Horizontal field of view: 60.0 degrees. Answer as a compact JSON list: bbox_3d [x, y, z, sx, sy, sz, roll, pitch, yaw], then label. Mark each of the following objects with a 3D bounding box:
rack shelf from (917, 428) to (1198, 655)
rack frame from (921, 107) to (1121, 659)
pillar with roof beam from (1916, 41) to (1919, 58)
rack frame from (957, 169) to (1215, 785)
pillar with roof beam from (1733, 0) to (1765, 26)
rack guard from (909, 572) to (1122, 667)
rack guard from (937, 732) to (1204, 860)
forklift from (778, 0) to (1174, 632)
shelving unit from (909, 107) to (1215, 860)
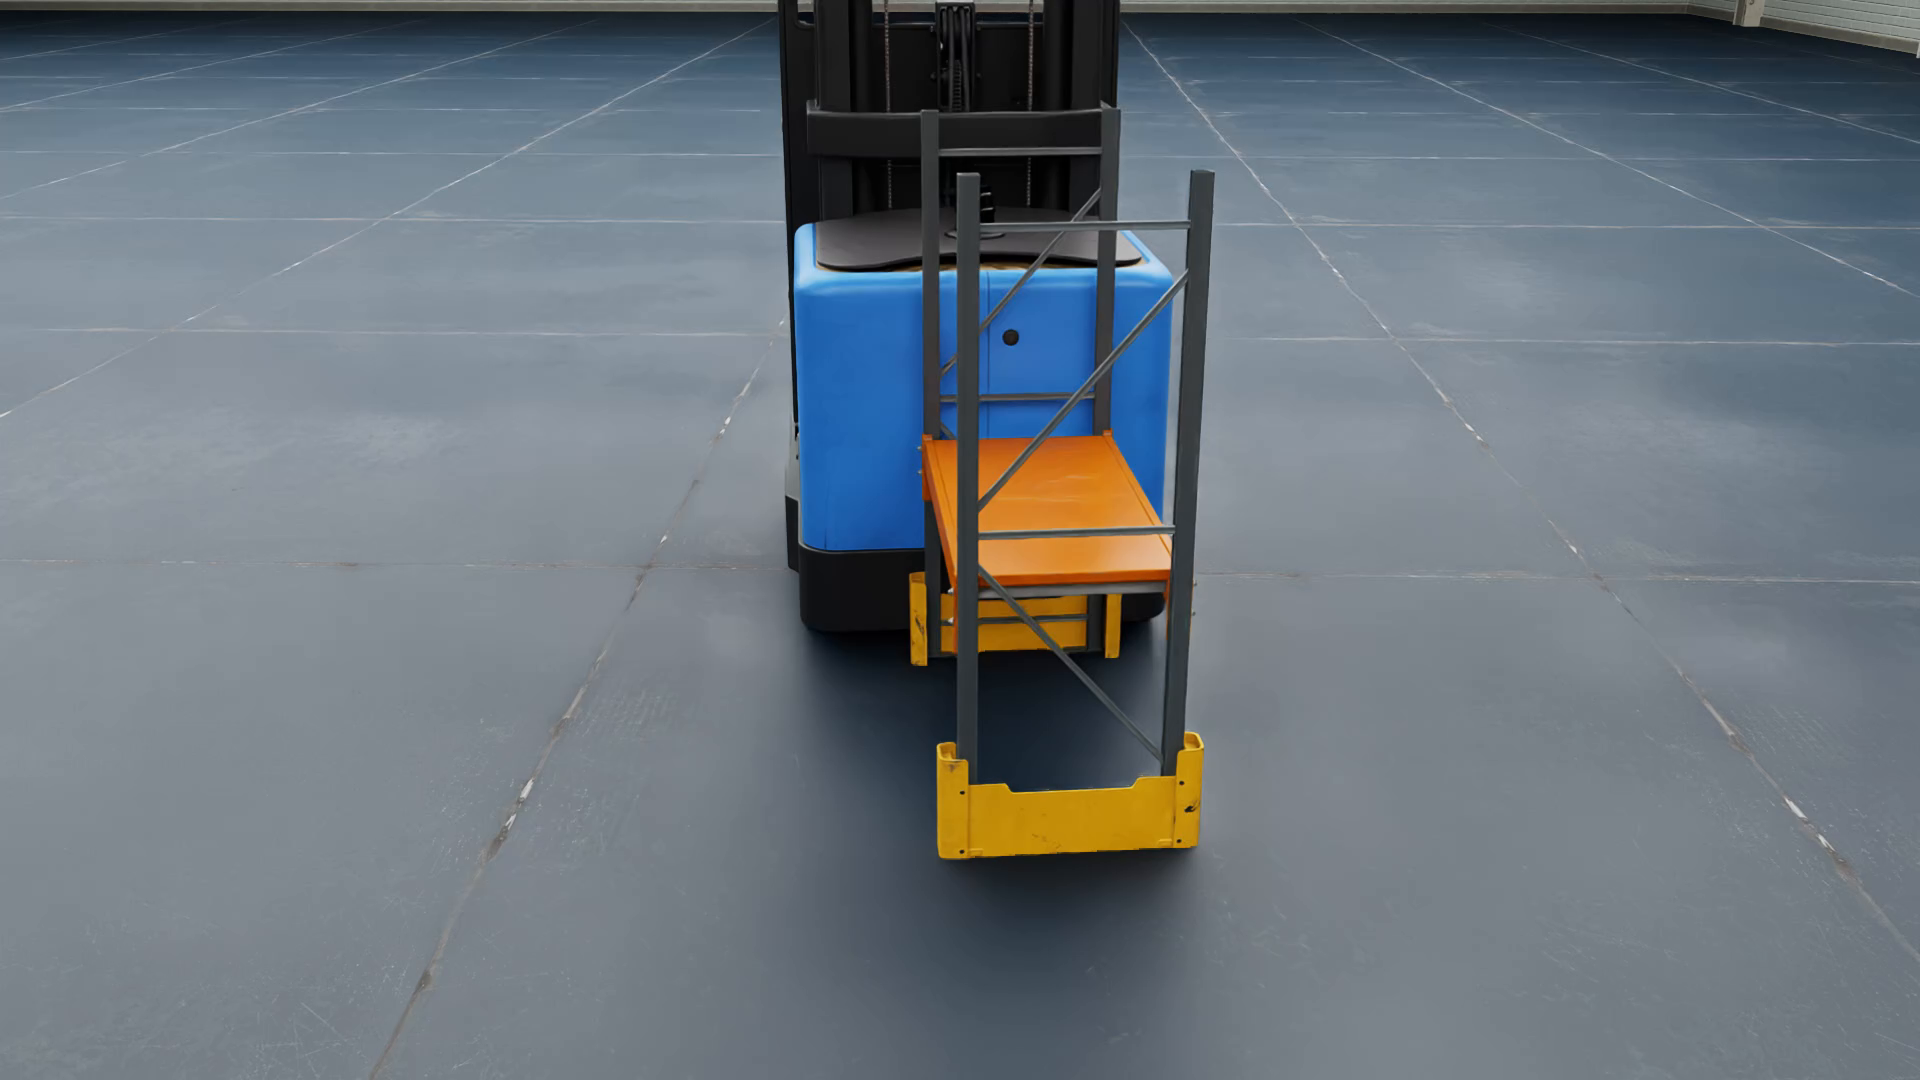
[{"bbox_3d":[0.198,-0.027,4.023,0.538,0.185,1.000,-2,21,-5],"label":"rack shelf"},{"bbox_3d":[0.153,-0.378,4.430,0.500,1.500,0.032,-2,21,-5],"label":"rack frame"},{"bbox_3d":[8.430,-10.518,20.197,9.100,9.000,0.400,1,21,2],"label":"pillar with roof beam"},{"bbox_3d":[0.244,-0.012,3.486,0.500,1.500,0.032,-2,21,-5],"label":"rack frame"},{"bbox_3d":[8.613,-12.688,25.788,9.100,9.000,0.400,1,21,2],"label":"pillar with roof beam"},{"bbox_3d":[0.154,0.212,4.638,0.587,0.250,0.087,-2,21,-5],"label":"rack guard"},{"bbox_3d":[0.244,0.570,3.713,0.587,0.250,0.087,-2,21,-5],"label":"rack guard"},{"bbox_3d":[-0.058,-1.600,5.600,1.130,2.935,3.031,-2,21,-5],"label":"forklift"},{"bbox_3d":[0.199,-0.192,3.949,0.587,1.500,1.083,-2,21,-5],"label":"shelving unit"}]
